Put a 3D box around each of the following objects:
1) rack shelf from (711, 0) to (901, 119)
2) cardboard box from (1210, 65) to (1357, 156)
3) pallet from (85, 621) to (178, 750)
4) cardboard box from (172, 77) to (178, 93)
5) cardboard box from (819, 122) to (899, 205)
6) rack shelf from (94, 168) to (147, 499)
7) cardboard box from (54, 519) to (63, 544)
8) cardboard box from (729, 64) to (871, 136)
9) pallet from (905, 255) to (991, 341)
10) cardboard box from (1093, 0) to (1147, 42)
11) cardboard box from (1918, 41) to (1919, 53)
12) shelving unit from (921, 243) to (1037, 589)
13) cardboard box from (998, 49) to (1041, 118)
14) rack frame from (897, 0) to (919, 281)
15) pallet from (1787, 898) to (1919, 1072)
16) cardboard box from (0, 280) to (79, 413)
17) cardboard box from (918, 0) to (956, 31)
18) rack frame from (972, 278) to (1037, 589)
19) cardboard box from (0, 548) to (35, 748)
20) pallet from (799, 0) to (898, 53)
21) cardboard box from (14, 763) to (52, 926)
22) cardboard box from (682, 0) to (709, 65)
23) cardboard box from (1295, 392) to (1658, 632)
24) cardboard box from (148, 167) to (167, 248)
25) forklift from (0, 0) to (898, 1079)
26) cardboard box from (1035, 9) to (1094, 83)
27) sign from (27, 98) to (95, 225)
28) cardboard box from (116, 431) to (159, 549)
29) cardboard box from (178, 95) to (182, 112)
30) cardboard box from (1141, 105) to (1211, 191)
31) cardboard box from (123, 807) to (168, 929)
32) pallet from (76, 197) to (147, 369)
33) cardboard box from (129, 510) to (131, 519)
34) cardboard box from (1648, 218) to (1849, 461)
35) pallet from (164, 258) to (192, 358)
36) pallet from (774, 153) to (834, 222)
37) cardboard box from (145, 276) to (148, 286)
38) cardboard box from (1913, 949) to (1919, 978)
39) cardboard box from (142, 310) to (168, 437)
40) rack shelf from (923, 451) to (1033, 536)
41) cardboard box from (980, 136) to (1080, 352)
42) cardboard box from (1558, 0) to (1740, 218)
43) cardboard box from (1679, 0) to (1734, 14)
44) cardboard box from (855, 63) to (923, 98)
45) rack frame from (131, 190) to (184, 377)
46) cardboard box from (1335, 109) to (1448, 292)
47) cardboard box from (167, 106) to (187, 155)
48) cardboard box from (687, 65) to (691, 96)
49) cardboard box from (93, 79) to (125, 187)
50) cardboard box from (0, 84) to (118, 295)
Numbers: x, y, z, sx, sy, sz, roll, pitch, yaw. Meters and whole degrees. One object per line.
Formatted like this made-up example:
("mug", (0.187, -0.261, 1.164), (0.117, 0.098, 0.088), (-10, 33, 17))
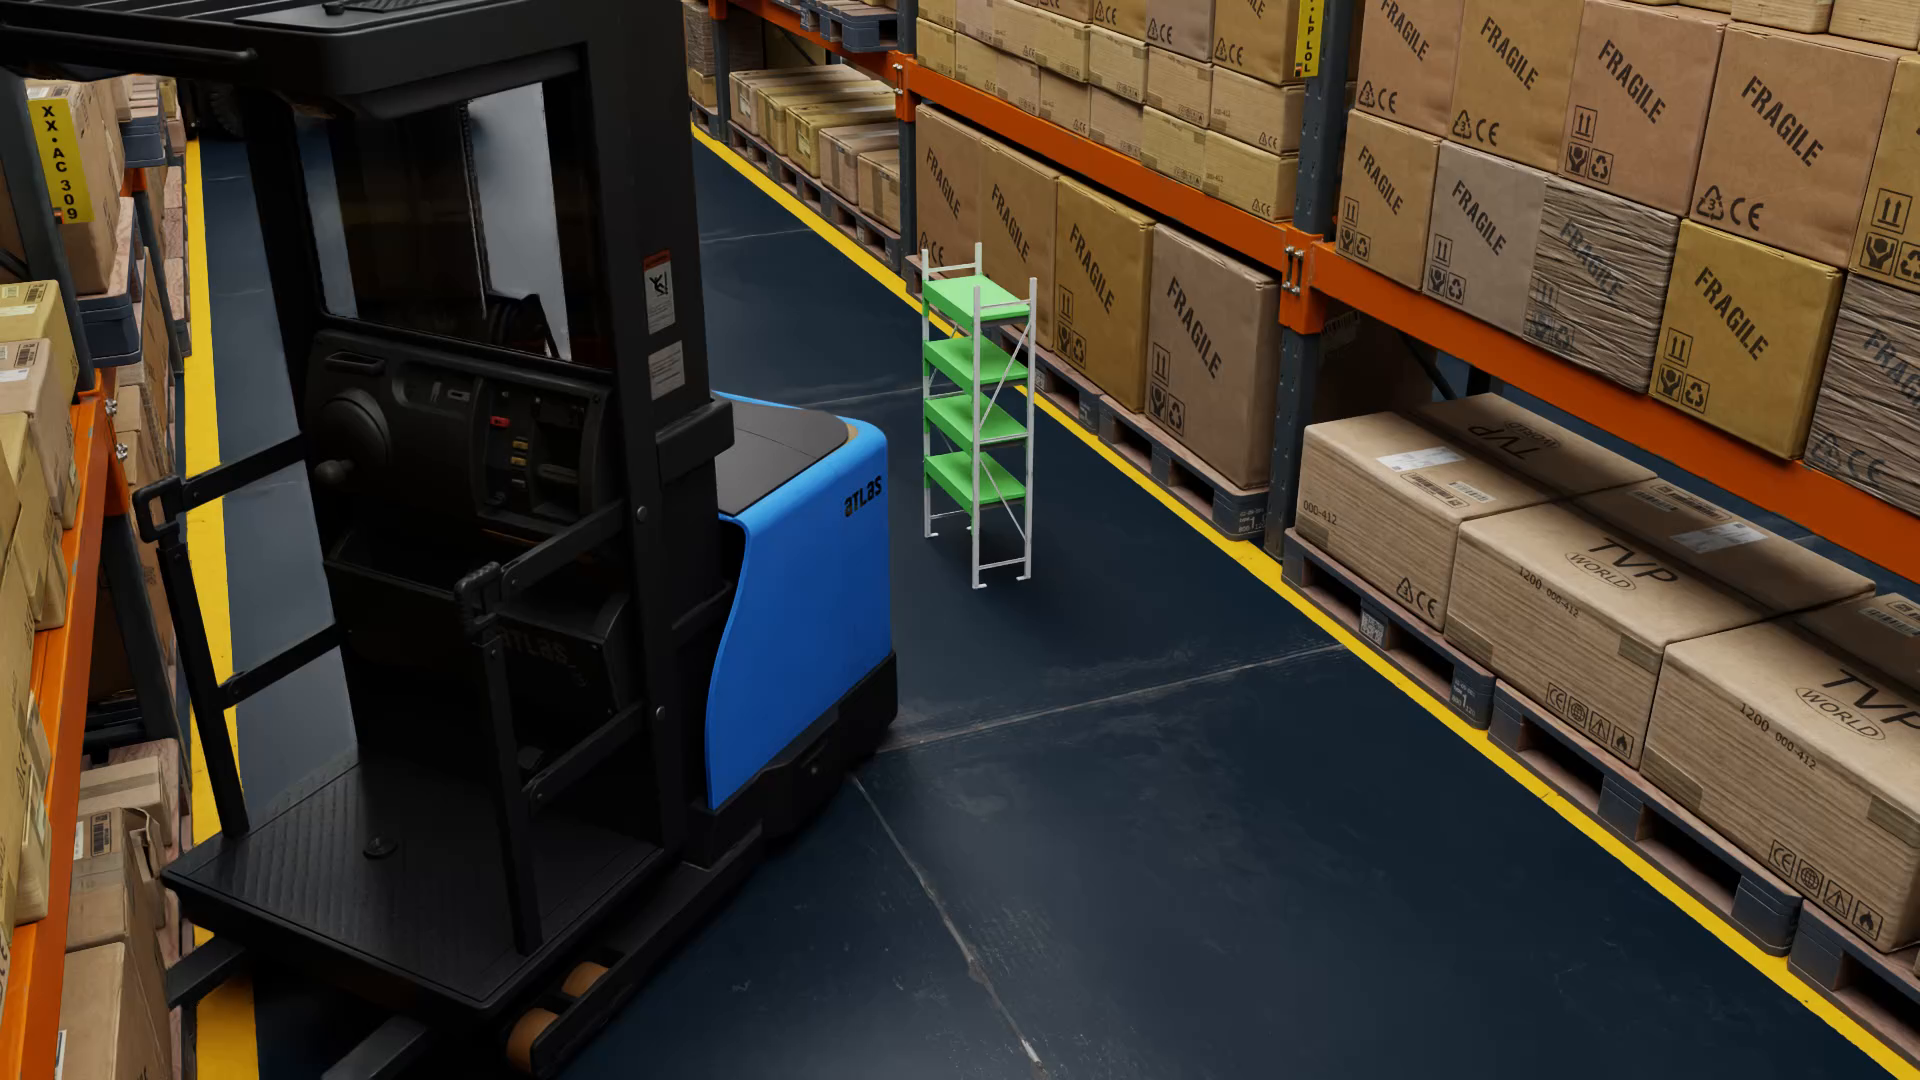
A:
("rack shelf", (-0.653, -3.464, 11.246), (1.077, 0.370, 4.000), (-11, 28, -21))
("cardboard box", (1.300, -1.659, 6.330), (0.500, 0.250, 0.500), (-11, 28, -21))
("pallet", (-3.222, 0.420, 5.649), (1.003, 0.211, 1.213), (-11, 28, -21))
("cardboard box", (-6.293, -3.575, 12.738), (0.500, 0.250, 0.500), (-11, 28, -21))
("cardboard box", (-0.378, -2.514, 10.997), (0.950, 0.372, 0.625), (-11, 28, -22))
("rack shelf", (-3.652, -0.995, 6.189), (1.077, 0.370, 4.000), (-11, 28, -21))
("cardboard box", (-2.188, 0.000, 3.618), (0.380, 0.149, 0.250), (-10, 28, -19))
("cardboard box", (-1.228, -3.391, 12.794), (0.950, 0.372, 0.625), (-10, 28, -20))
("pallet", (0.370, -1.396, 9.368), (1.003, 0.211, 1.213), (-11, 28, -21))
("cardboard box", (0.901, -2.412, 7.019), (0.500, 0.500, 0.500), (-10, 28, -19))
("cardboard box", (2.388, -1.152, 3.699), (0.380, 0.149, 0.250), (-10, 28, -19))
("shelving unit", (0.065, -0.472, 6.350), (0.258, 1.200, 0.503), (-11, 28, -21))
("cardboard box", (0.508, -2.255, 8.120), (0.500, 0.250, 0.500), (-10, 28, -19))
("rack frame", (0.130, -2.980, 9.435), (1.000, 3.000, 0.127), (-11, 28, -21))
("pallet", (2.878, 1.193, 4.066), (1.003, 0.211, 1.213), (-11, 28, -21))
("cardboard box", (-2.445, -0.414, 4.010), (0.500, 0.250, 0.500), (-10, 28, -19))
("cardboard box", (0.102, -2.890, 8.852), (0.500, 0.250, 0.500), (-11, 28, -21))
("rack frame", (0.160, -0.374, 6.148), (0.240, 1.200, 0.015), (-11, 28, -21))
("cardboard box", (-1.851, 0.198, 2.758), (0.500, 0.250, 0.500), (-11, 28, -22))
("pallet", (-0.247, -3.163, 10.029), (1.213, 0.211, 1.003), (-11, 28, -21))
("cardboard box", (-1.638, 0.508, 2.576), (0.380, 0.149, 0.250), (-11, 28, -22))
("cardboard box", (-2.116, -4.283, 13.903), (0.500, 0.500, 0.500), (-10, 28, -20))
("cardboard box", (1.844, -0.131, 6.041), (0.875, 0.438, 0.875), (-11, 28, -21))
("cardboard box", (-5.194, -2.036, 9.729), (0.875, 0.625, 0.625), (-12, 28, -23))
("forklift", (-1.335, -0.228, 3.876), (1.130, 2.935, 3.031), (13, 29, 25))
("cardboard box", (0.673, -2.271, 7.584), (0.500, 0.250, 0.500), (-10, 28, -20))
("sign", (-2.373, -0.996, 4.385), (0.100, 0.325, 0.005), (-11, 28, -21))
("cardboard box", (-3.069, -0.024, 5.750), (0.500, 0.500, 0.500), (-11, 28, -21))
("cardboard box", (-6.496, -3.561, 13.281), (0.500, 0.250, 0.500), (-10, 28, -19))
("cardboard box", (1.091, -1.641, 6.864), (0.500, 0.250, 0.500), (-11, 28, -21))
("cardboard box", (-2.241, 0.848, 4.233), (0.396, 0.266, 0.258), (-10, 28, -19))
("pallet", (-3.081, -0.766, 5.119), (1.003, 0.211, 1.213), (-11, 28, -21))
("cardboard box", (-2.765, -0.058, 5.082), (0.380, 0.149, 0.250), (-9, 28, -18))
("cardboard box", (2.223, -0.562, 4.368), (0.500, 0.500, 0.500), (-10, 28, -19))
("pallet", (-4.722, -1.212, 8.991), (1.003, 0.211, 1.213), (-11, 28, -21))
("pallet", (-0.648, -2.535, 11.701), (1.003, 0.211, 1.213), (-11, 28, -21))
("cardboard box", (-3.874, -1.222, 7.465), (0.380, 0.149, 0.250), (-12, 29, -23))
("cardboard box", (2.913, 0.963, 3.801), (0.875, 0.438, 0.875), (-12, 28, -22))
("cardboard box", (-3.678, -0.643, 7.018), (0.500, 0.500, 0.500), (-9, 28, -18))
("rack shelf", (0.065, -0.199, 6.483), (0.258, 0.148, 0.480), (-11, 28, -21))
("cardboard box", (0.670, -1.560, 8.470), (0.875, 0.875, 0.875), (-10, 28, -20))
("cardboard box", (2.043, -1.212, 4.560), (0.500, 0.500, 0.500), (-10, 28, -20))
("cardboard box", (2.128, -1.472, 4.353), (0.380, 0.149, 0.250), (-11, 28, -21))
("cardboard box", (-0.604, -4.139, 14.655), (0.500, 0.500, 0.500), (8, 27, 15))
("rack frame", (-4.435, -2.126, 7.685), (1.000, 3.000, 0.127), (-11, 28, -21))
("cardboard box", (1.640, -1.176, 5.625), (0.500, 0.500, 0.500), (-10, 28, -19))
("cardboard box", (-5.887, -2.946, 12.020), (0.500, 0.250, 0.500), (-10, 28, -20))
("cardboard box", (-2.133, -3.954, 14.084), (0.500, 0.250, 0.500), (-11, 28, -22))
("cardboard box", (-3.363, -1.504, 5.819), (0.700, 0.500, 0.500), (-11, 28, -21))
("cardboard box", (-2.853, -0.978, 4.742), (0.700, 0.500, 0.500), (-10, 28, -19))
